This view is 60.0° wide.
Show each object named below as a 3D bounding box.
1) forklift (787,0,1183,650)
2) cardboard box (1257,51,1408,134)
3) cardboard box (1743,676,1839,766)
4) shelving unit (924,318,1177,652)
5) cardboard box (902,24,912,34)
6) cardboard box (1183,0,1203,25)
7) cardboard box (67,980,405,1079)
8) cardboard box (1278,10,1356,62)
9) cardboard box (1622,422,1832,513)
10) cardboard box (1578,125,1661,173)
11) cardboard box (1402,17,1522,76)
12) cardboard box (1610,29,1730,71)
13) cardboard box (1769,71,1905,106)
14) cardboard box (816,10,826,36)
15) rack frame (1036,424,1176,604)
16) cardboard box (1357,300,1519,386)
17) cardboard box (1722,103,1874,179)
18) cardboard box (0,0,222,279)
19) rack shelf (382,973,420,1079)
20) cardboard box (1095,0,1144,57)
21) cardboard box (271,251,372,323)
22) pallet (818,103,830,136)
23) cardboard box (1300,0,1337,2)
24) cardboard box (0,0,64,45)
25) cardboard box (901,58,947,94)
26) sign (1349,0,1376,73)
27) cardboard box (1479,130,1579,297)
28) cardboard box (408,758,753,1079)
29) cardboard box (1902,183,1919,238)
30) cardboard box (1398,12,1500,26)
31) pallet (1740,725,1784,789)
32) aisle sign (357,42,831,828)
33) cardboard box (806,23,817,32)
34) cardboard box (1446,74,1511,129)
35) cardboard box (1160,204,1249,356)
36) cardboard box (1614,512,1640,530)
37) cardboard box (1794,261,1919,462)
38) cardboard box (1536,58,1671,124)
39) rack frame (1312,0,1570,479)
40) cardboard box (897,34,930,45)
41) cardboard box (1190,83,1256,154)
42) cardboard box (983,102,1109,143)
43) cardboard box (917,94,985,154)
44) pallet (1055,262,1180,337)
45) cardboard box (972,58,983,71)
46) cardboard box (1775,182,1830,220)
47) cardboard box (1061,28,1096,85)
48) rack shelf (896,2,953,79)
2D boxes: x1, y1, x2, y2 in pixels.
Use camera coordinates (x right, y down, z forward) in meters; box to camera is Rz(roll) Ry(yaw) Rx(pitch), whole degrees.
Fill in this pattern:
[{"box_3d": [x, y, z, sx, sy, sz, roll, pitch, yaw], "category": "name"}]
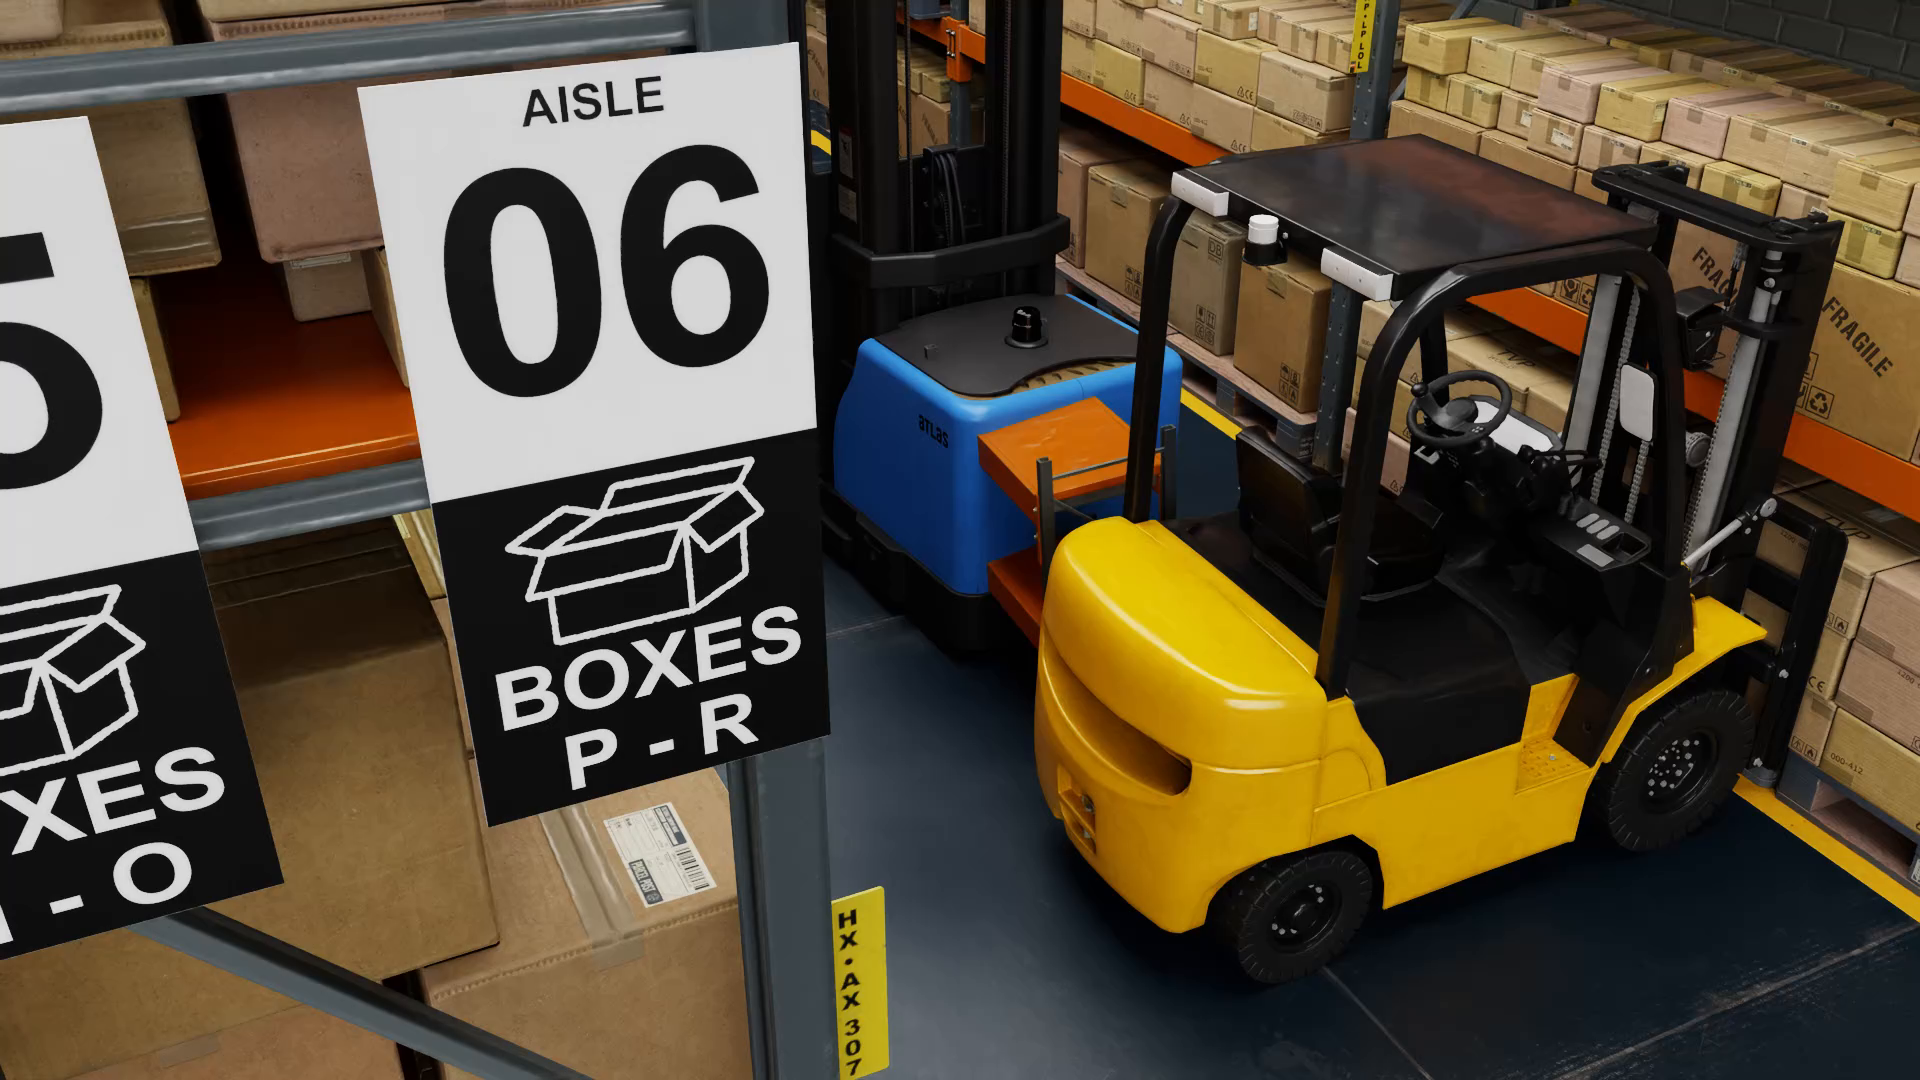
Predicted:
[{"box_3d": [-0.326, -1.541, 7.001, 1.130, 2.935, 3.031, -17, 33, -27], "category": "forklift"}, {"box_3d": [1.688, -2.032, 7.450, 0.500, 0.250, 0.500, -14, 32, -23], "category": "cardboard box"}, {"box_3d": [2.948, 0.481, 5.708, 0.500, 0.250, 0.500, -13, 32, -21], "category": "cardboard box"}, {"box_3d": [0.331, -0.071, 6.185, 0.538, 1.125, 1.048, -15, 33, -17], "category": "shelving unit"}, {"box_3d": [-0.211, -3.843, 12.500, 0.380, 0.149, 0.250, -14, 32, -24], "category": "cardboard box"}, {"box_3d": [1.309, -2.594, 8.043, 0.380, 0.149, 0.250, -14, 32, -23], "category": "cardboard box"}, {"box_3d": [-1.117, 0.739, 2.459, 0.500, 0.500, 0.500, -14, 32, -23], "category": "cardboard box"}, {"box_3d": [1.655, -2.257, 7.444, 0.380, 0.149, 0.250, -14, 32, -23], "category": "cardboard box"}, {"box_3d": [2.706, -0.178, 5.860, 0.500, 0.250, 0.500, -14, 32, -23], "category": "cardboard box"}, {"box_3d": [2.428, -1.383, 5.884, 0.380, 0.149, 0.250, -13, 32, -22], "category": "cardboard box"}, {"box_3d": [1.998, -1.970, 6.626, 0.380, 0.149, 0.250, -12, 32, -21], "category": "cardboard box"}, {"box_3d": [2.735, -1.861, 6.433, 0.380, 0.149, 0.250, -13, 32, -22], "category": "cardboard box"}, {"box_3d": [3.060, -1.523, 5.829, 0.380, 0.149, 0.250, -13, 32, -23], "category": "cardboard box"}, {"box_3d": [-0.879, -3.958, 12.705, 0.380, 0.149, 0.250, -13, 32, -22], "category": "cardboard box"}, {"box_3d": [0.523, 0.161, 5.776, 0.500, 1.125, 0.032, -15, 33, -17], "category": "rack frame"}, {"box_3d": [2.054, -0.857, 7.071, 0.500, 0.250, 0.500, -14, 32, -23], "category": "cardboard box"}, {"box_3d": [2.746, -1.311, 5.451, 0.380, 0.149, 0.250, -13, 32, -22], "category": "cardboard box"}, {"box_3d": [-1.098, -0.448, 1.764, 0.500, 0.250, 0.500, -14, 32, -23], "category": "cardboard box"}, {"box_3d": [-1.494, 0.525, 3.983, 1.077, 0.370, 4.000, -13, 32, -22], "category": "rack shelf"}, {"box_3d": [1.046, -2.712, 8.662, 0.500, 0.250, 0.500, -13, 32, -21], "category": "cardboard box"}, {"box_3d": [-0.678, -0.416, 2.116, 0.380, 0.149, 0.250, -14, 32, -24], "category": "cardboard box"}, {"box_3d": [-0.394, -3.143, 12.639, 1.003, 0.211, 1.213, -13, 32, -22], "category": "pallet"}, {"box_3d": [1.869, -2.592, 8.040, 0.380, 0.149, 0.250, -13, 32, -22], "category": "cardboard box"}, {"box_3d": [-1.047, -0.540, 1.520, 0.380, 0.149, 0.250, -13, 32, -22], "category": "cardboard box"}, {"box_3d": [-0.174, -3.138, 11.243, 0.380, 0.149, 0.250, -15, 33, -25], "category": "cardboard box"}, {"box_3d": [1.643, -2.069, 6.769, 0.100, 0.325, 0.005, -13, 32, -22], "category": "sign"}, {"box_3d": [2.323, -1.283, 6.368, 0.500, 0.500, 0.500, -13, 32, -21], "category": "cardboard box"}, {"box_3d": [-0.588, 0.654, 2.611, 0.500, 0.500, 0.500, -14, 32, -23], "category": "cardboard box"}, {"box_3d": [2.980, -0.949, 4.807, 0.380, 0.149, 0.250, -12, 32, -21], "category": "cardboard box"}, {"box_3d": [2.172, -2.243, 7.418, 0.380, 0.149, 0.250, -14, 32, -23], "category": "cardboard box"}, {"box_3d": [2.960, 0.400, 6.322, 1.003, 0.211, 1.213, -13, 32, -22], "category": "pallet"}, {"box_3d": [-0.328, -0.077, 1.663, 0.394, 0.787, 0.004, -13, 32, -22], "category": "aisle sign"}, {"box_3d": [-1.063, -3.849, 13.174, 0.500, 0.500, 0.500, -14, 32, -23], "category": "cardboard box"}, {"box_3d": [2.141, -1.733, 6.508, 0.380, 0.149, 0.250, -12, 32, -21], "category": "cardboard box"}, {"box_3d": [1.569, -1.436, 8.743, 0.875, 0.625, 0.625, -13, 32, -22], "category": "cardboard box"}, {"box_3d": [2.697, 0.030, 6.000, 0.500, 0.250, 0.500, -13, 32, -22], "category": "cardboard box"}, {"box_3d": [2.963, -0.613, 5.174, 0.500, 0.500, 0.500, -14, 32, -23], "category": "cardboard box"}, {"box_3d": [2.327, -1.627, 6.015, 0.380, 0.149, 0.250, -12, 32, -21], "category": "cardboard box"}, {"box_3d": [2.129, -1.716, 7.244, 1.000, 3.000, 0.127, -13, 32, -22], "category": "rack frame"}, {"box_3d": [-0.427, -3.500, 11.888, 0.380, 0.149, 0.250, -14, 32, -23], "category": "cardboard box"}, {"box_3d": [1.456, -2.040, 7.974, 0.500, 0.250, 0.500, -13, 32, -22], "category": "cardboard box"}, {"box_3d": [0.667, -2.352, 10.377, 0.875, 0.625, 0.625, -12, 31, -20], "category": "cardboard box"}, {"box_3d": [0.036, -2.718, 11.156, 0.500, 0.500, 0.500, -12, 31, -21], "category": "cardboard box"}, {"box_3d": [1.250, -1.357, 9.454, 1.003, 0.211, 1.213, -13, 32, -22], "category": "pallet"}, {"box_3d": [0.201, -3.371, 11.658, 0.380, 0.149, 0.250, -13, 32, -21], "category": "cardboard box"}, {"box_3d": [2.846, -1.061, 5.310, 0.380, 0.149, 0.250, -13, 32, -22], "category": "cardboard box"}, {"box_3d": [0.821, -2.721, 9.190, 0.500, 0.250, 0.500, -14, 32, -24], "category": "cardboard box"}, {"box_3d": [-0.447, -4.053, 12.147, 1.077, 0.370, 4.000, -13, 32, -22], "category": "rack shelf"}]
